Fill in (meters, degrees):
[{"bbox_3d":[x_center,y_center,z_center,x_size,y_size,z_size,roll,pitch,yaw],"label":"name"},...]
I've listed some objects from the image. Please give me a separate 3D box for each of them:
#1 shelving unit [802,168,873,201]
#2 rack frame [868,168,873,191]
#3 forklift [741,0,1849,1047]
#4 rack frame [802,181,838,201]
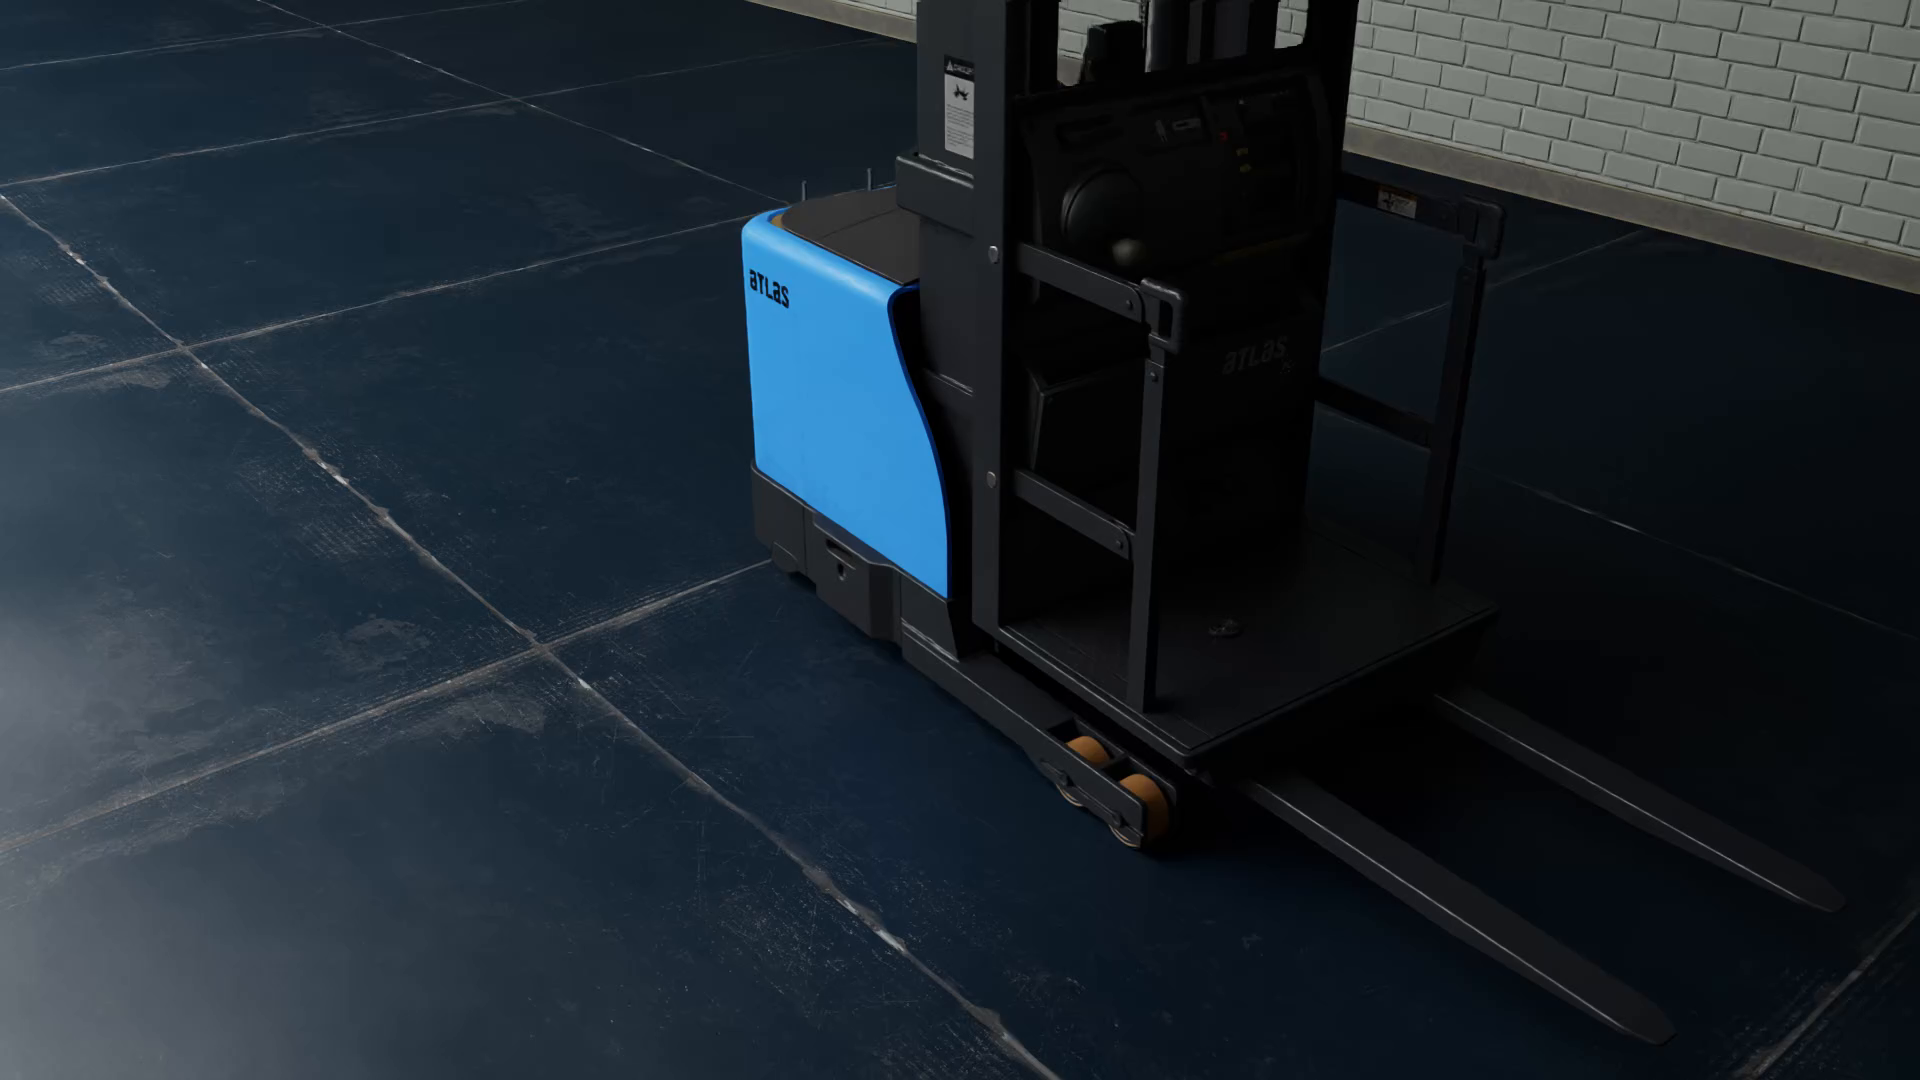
[{"bbox_3d":[-0.322,-0.627,5.310,0.252,1.050,0.215,-20,34,-32],"label":"shelving unit"},{"bbox_3d":[-0.225,-0.662,5.375,0.008,1.050,0.200,-20,34,-32],"label":"rack frame"},{"bbox_3d":[0.647,-0.836,3.705,1.130,2.935,3.031,-19,34,-32],"label":"forklift"},{"bbox_3d":[-0.419,-0.592,5.245,0.008,1.050,0.200,-20,34,-32],"label":"rack frame"}]
